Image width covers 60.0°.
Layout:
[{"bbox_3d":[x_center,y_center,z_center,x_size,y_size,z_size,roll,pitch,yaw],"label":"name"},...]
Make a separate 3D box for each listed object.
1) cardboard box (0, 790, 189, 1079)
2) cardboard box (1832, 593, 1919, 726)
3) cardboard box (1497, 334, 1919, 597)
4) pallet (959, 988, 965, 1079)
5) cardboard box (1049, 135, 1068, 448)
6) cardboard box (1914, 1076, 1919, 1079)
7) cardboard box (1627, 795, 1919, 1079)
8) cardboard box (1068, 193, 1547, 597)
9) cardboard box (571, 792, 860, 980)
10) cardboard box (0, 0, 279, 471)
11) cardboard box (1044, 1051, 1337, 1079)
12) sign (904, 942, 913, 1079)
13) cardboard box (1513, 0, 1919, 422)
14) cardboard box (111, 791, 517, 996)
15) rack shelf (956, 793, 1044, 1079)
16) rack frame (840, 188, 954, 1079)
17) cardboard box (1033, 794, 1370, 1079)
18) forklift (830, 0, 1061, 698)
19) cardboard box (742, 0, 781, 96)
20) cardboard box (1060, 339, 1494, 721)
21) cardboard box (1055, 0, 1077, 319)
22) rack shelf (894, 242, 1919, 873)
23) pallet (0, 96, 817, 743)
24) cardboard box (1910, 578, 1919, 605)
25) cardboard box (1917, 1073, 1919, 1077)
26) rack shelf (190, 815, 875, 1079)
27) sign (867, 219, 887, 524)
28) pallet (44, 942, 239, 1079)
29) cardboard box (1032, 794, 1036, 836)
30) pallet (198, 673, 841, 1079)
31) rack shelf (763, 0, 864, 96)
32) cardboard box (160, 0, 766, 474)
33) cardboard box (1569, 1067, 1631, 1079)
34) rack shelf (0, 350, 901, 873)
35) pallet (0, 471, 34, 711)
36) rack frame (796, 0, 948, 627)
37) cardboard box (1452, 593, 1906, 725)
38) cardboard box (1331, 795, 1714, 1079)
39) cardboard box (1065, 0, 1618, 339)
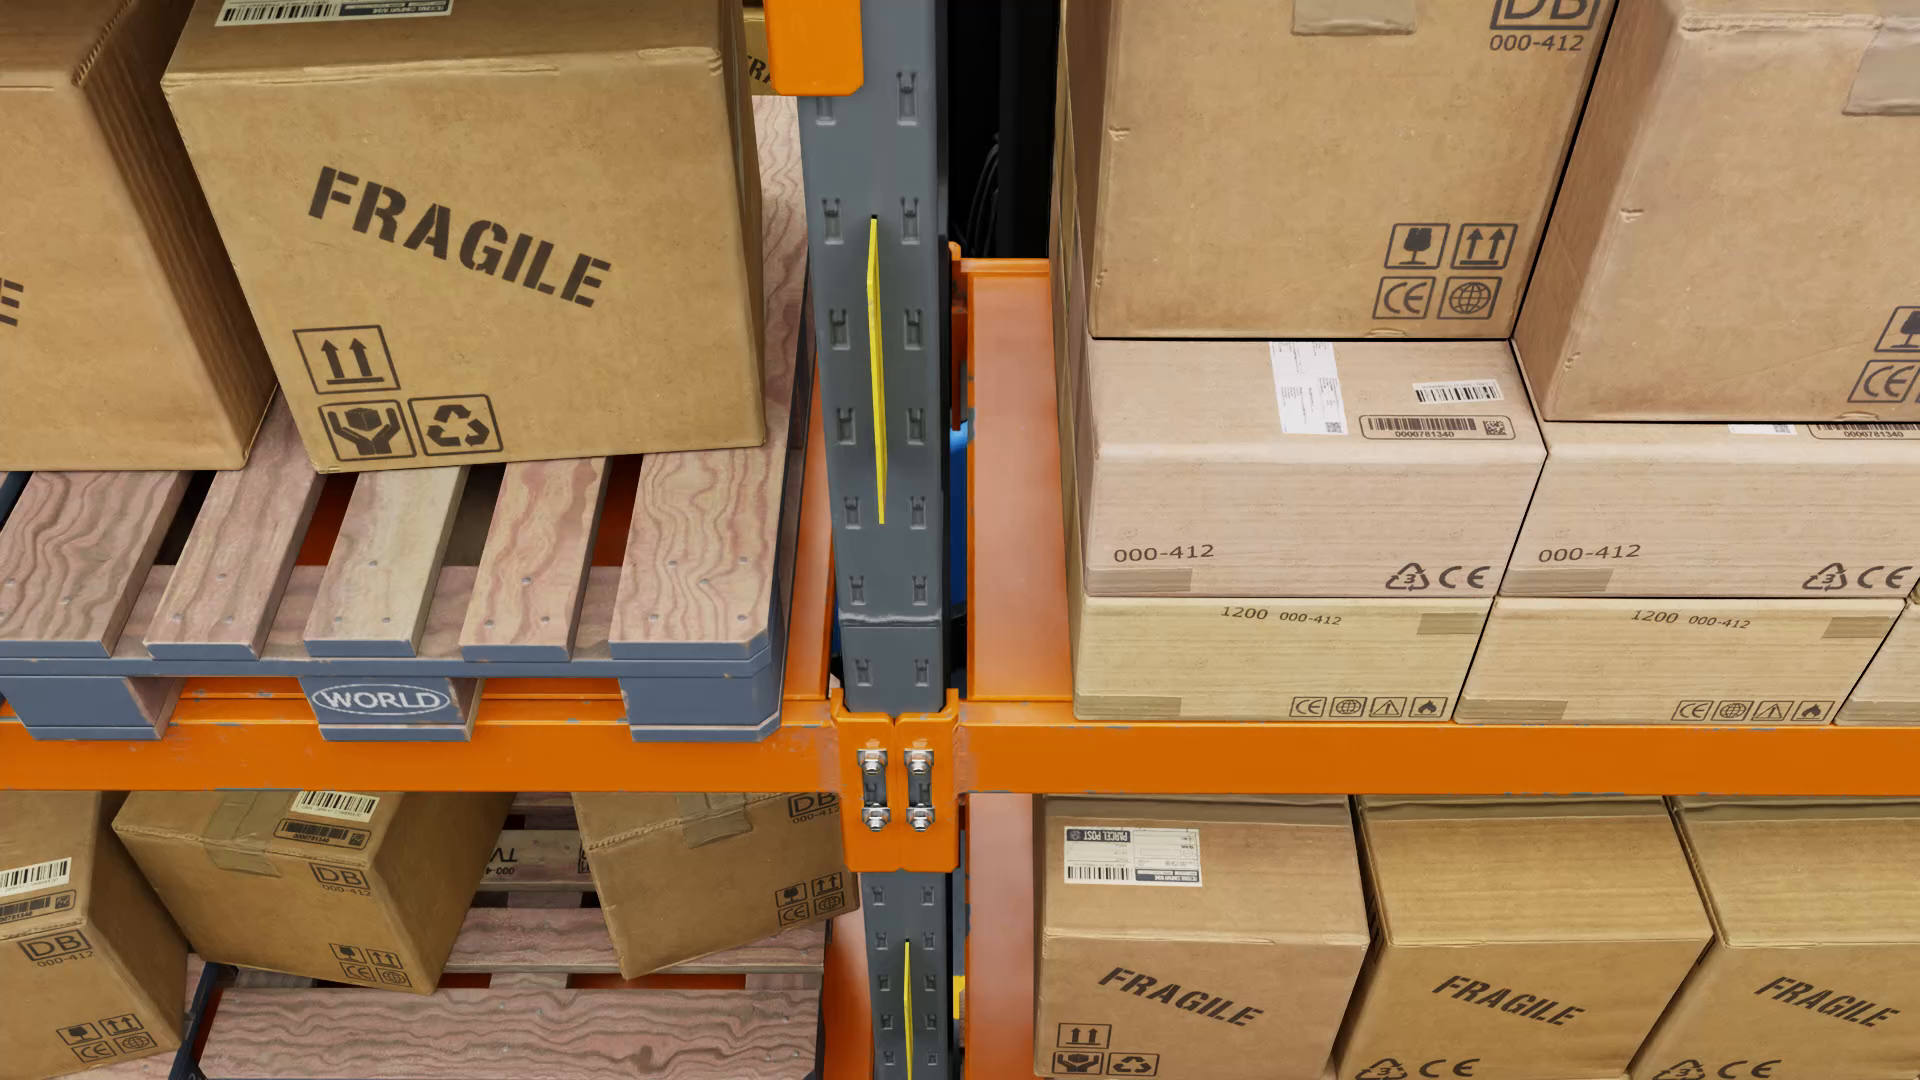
[{"bbox_3d":[-1.851,0.627,3.262,0.500,0.500,0.700,-11,48,-10],"label":"cardboard box"},{"bbox_3d":[1.401,-0.018,2.271,0.500,0.250,0.500,0,47,0],"label":"cardboard box"},{"bbox_3d":[0.901,-0.195,2.094,0.500,0.250,0.500,0,47,0],"label":"cardboard box"},{"bbox_3d":[0.602,1.716,4.509,1.213,0.211,1.003,0,47,0],"label":"pallet"},{"bbox_3d":[0.403,-0.401,2.627,0.500,0.250,0.500,0,47,0],"label":"cardboard box"},{"bbox_3d":[1.437,0.932,3.265,0.500,0.500,0.500,0,47,0],"label":"cardboard box"},{"bbox_3d":[1.416,0.599,2.892,0.500,0.500,0.500,-1,47,-1],"label":"cardboard box"},{"bbox_3d":[0.401,-0.195,2.094,0.500,0.250,0.500,0,47,0],"label":"cardboard box"},{"bbox_3d":[-0.557,0.421,3.453,0.500,0.500,0.700,-14,49,-13],"label":"cardboard box"},{"bbox_3d":[-1.256,-0.510,2.203,0.600,0.600,0.600,0,47,0],"label":"cardboard box"},{"bbox_3d":[0.424,0.930,3.267,0.500,0.500,0.500,1,47,1],"label":"cardboard box"},{"bbox_3d":[-0.083,0.775,2.688,0.005,0.325,0.100,0,47,0],"label":"sign"},{"bbox_3d":[0.902,-0.555,1.917,0.500,0.500,0.700,0,47,0],"label":"cardboard box"},{"bbox_3d":[-1.245,0.466,3.412,0.500,0.500,0.700,7,47,6],"label":"cardboard box"},{"bbox_3d":[1.916,1.014,3.748,4.000,0.370,1.077,0,47,0],"label":"rack shelf"},{"bbox_3d":[-0.084,0.763,3.490,0.127,3.000,1.000,0,47,0],"label":"rack frame"},{"bbox_3d":[0.386,0.596,2.895,0.500,0.500,0.500,1,47,1],"label":"cardboard box"},{"bbox_3d":[0.576,-1.223,5.386,3.031,2.935,1.130,-21,51,-19],"label":"forklift"},{"bbox_3d":[-0.720,-2.180,7.411,0.750,0.750,0.750,1,47,1],"label":"cardboard box"},{"bbox_3d":[0.401,-0.025,2.277,0.500,0.250,0.500,0,47,0],"label":"cardboard box"},{"bbox_3d":[0.403,-0.575,2.448,0.500,0.250,0.500,0,47,0],"label":"cardboard box"},{"bbox_3d":[1.916,-0.008,2.650,4.000,0.370,1.077,0,47,0],"label":"rack shelf"},{"bbox_3d":[-0.736,-0.248,2.511,1.003,0.211,1.213,0,47,0],"label":"pallet"},{"bbox_3d":[1.401,-0.185,2.084,0.500,0.250,0.500,0,47,0],"label":"cardboard box"},{"bbox_3d":[1.932,0.599,2.891,0.500,0.500,0.500,1,47,1],"label":"cardboard box"},{"bbox_3d":[-2.084,1.003,3.759,4.000,0.370,1.077,0,47,0],"label":"rack shelf"},{"bbox_3d":[-0.083,-0.163,1.681,0.005,0.325,0.100,0,47,0],"label":"sign"},{"bbox_3d":[-2.140,0.820,3.569,1.213,0.211,1.003,0,47,0],"label":"pallet"},{"bbox_3d":[0.417,0.543,3.627,0.500,0.500,0.500,1,47,1],"label":"cardboard box"},{"bbox_3d":[-0.883,0.747,3.637,1.213,0.211,1.003,0,47,0],"label":"pallet"},{"bbox_3d":[-2.084,-0.905,1.709,4.000,0.370,1.077,0,47,0],"label":"rack shelf"},{"bbox_3d":[-0.588,-0.525,2.217,0.600,0.600,0.600,-4,47,-4],"label":"cardboard box"},{"bbox_3d":[0.936,0.929,3.268,0.500,0.500,0.500,1,47,1],"label":"cardboard box"},{"bbox_3d":[-2.084,-0.019,2.661,4.000,0.370,1.077,0,47,0],"label":"rack shelf"},{"bbox_3d":[-1.773,-0.248,2.511,1.003,0.211,1.213,0,47,0],"label":"pallet"},{"bbox_3d":[-0.084,-1.281,1.294,0.127,3.000,1.000,0,47,0],"label":"rack frame"},{"bbox_3d":[0.901,-0.021,2.273,0.500,0.250,0.500,0,47,0],"label":"cardboard box"},{"bbox_3d":[0.902,0.597,2.894,0.500,0.500,0.500,-1,47,-1],"label":"cardboard box"},{"bbox_3d":[0.402,-0.660,2.014,0.500,0.500,0.700,0,47,0],"label":"cardboard box"}]
